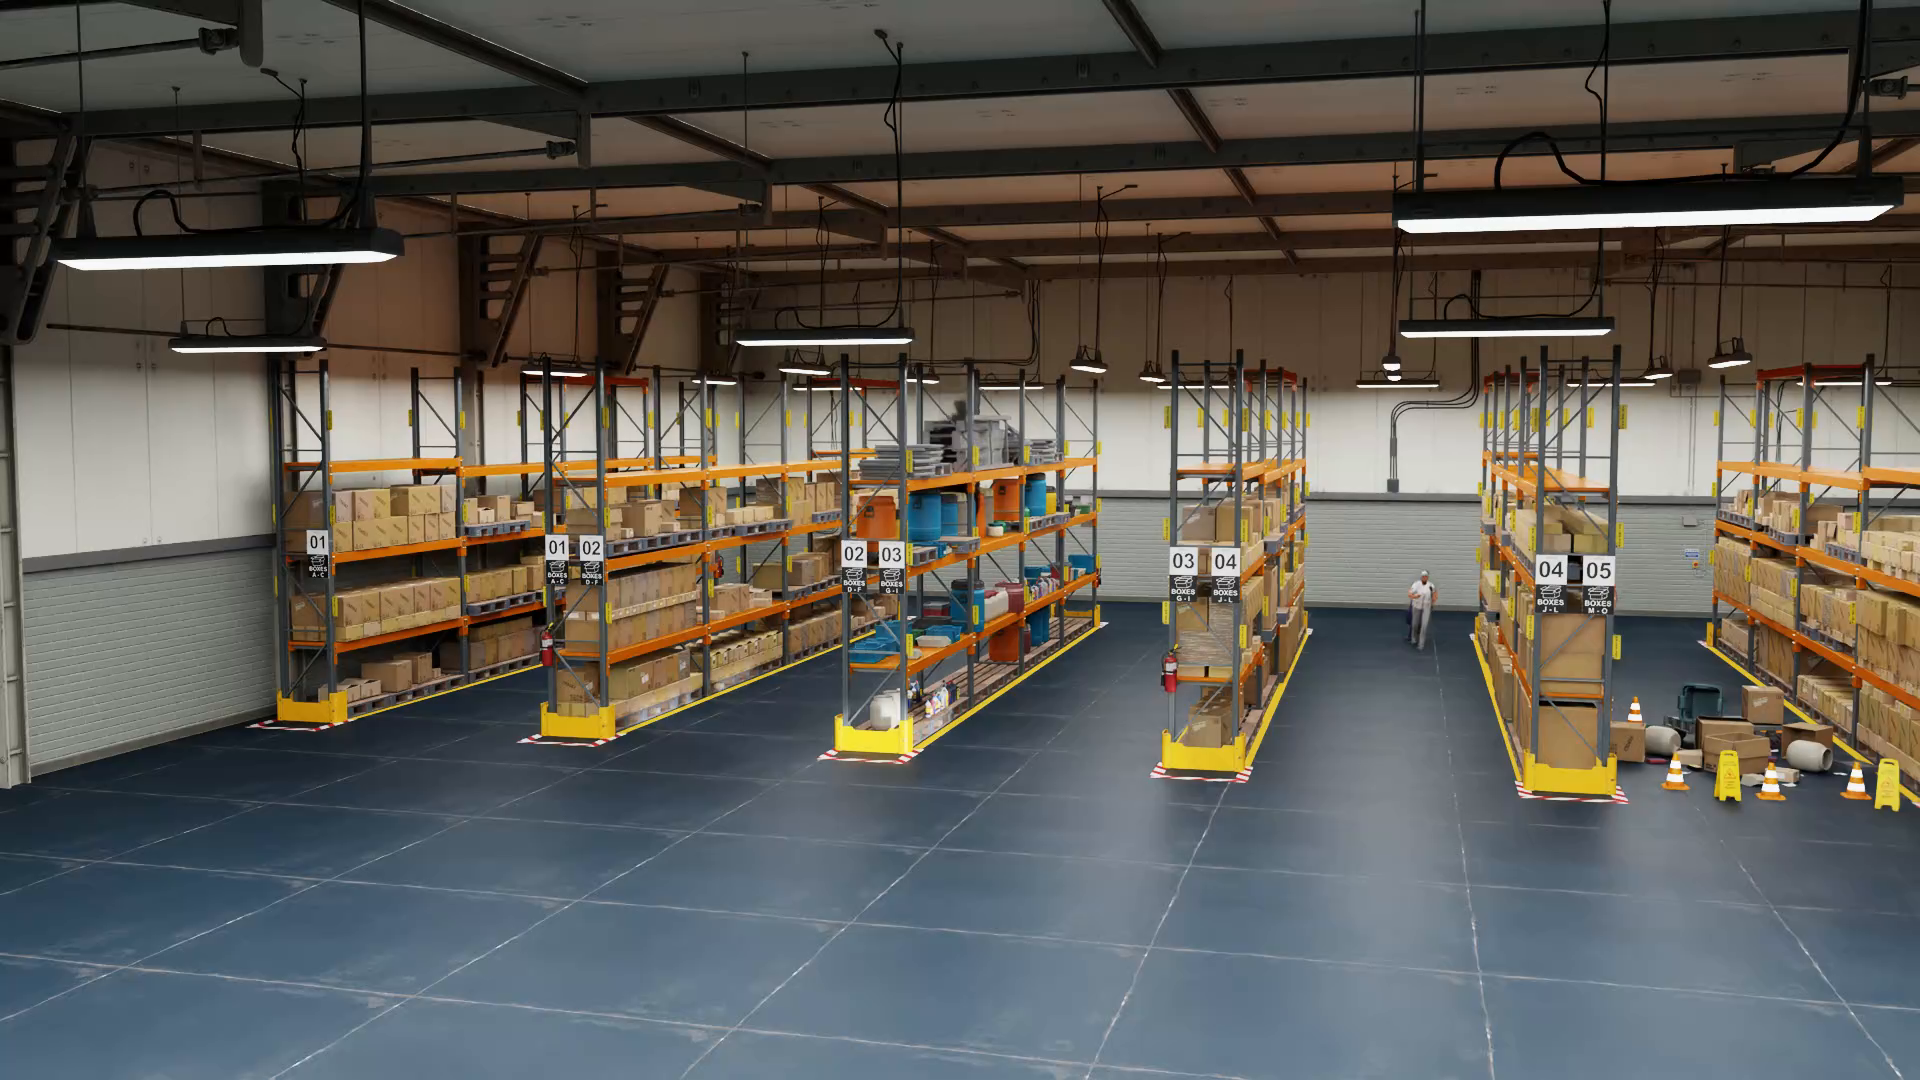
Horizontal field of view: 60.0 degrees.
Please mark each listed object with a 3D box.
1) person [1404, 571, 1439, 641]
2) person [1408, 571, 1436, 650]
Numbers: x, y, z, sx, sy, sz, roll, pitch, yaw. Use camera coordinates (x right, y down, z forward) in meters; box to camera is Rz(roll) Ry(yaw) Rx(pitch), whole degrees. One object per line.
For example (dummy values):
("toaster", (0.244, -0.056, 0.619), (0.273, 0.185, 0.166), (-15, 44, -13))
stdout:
("person", (10.451, 1.500, 37.734), (0.669, 1.584, 0.765), (4, 6, 44))
("person", (10.190, 1.534, 36.658), (0.608, 1.700, 0.877), (1, 4, 12))
